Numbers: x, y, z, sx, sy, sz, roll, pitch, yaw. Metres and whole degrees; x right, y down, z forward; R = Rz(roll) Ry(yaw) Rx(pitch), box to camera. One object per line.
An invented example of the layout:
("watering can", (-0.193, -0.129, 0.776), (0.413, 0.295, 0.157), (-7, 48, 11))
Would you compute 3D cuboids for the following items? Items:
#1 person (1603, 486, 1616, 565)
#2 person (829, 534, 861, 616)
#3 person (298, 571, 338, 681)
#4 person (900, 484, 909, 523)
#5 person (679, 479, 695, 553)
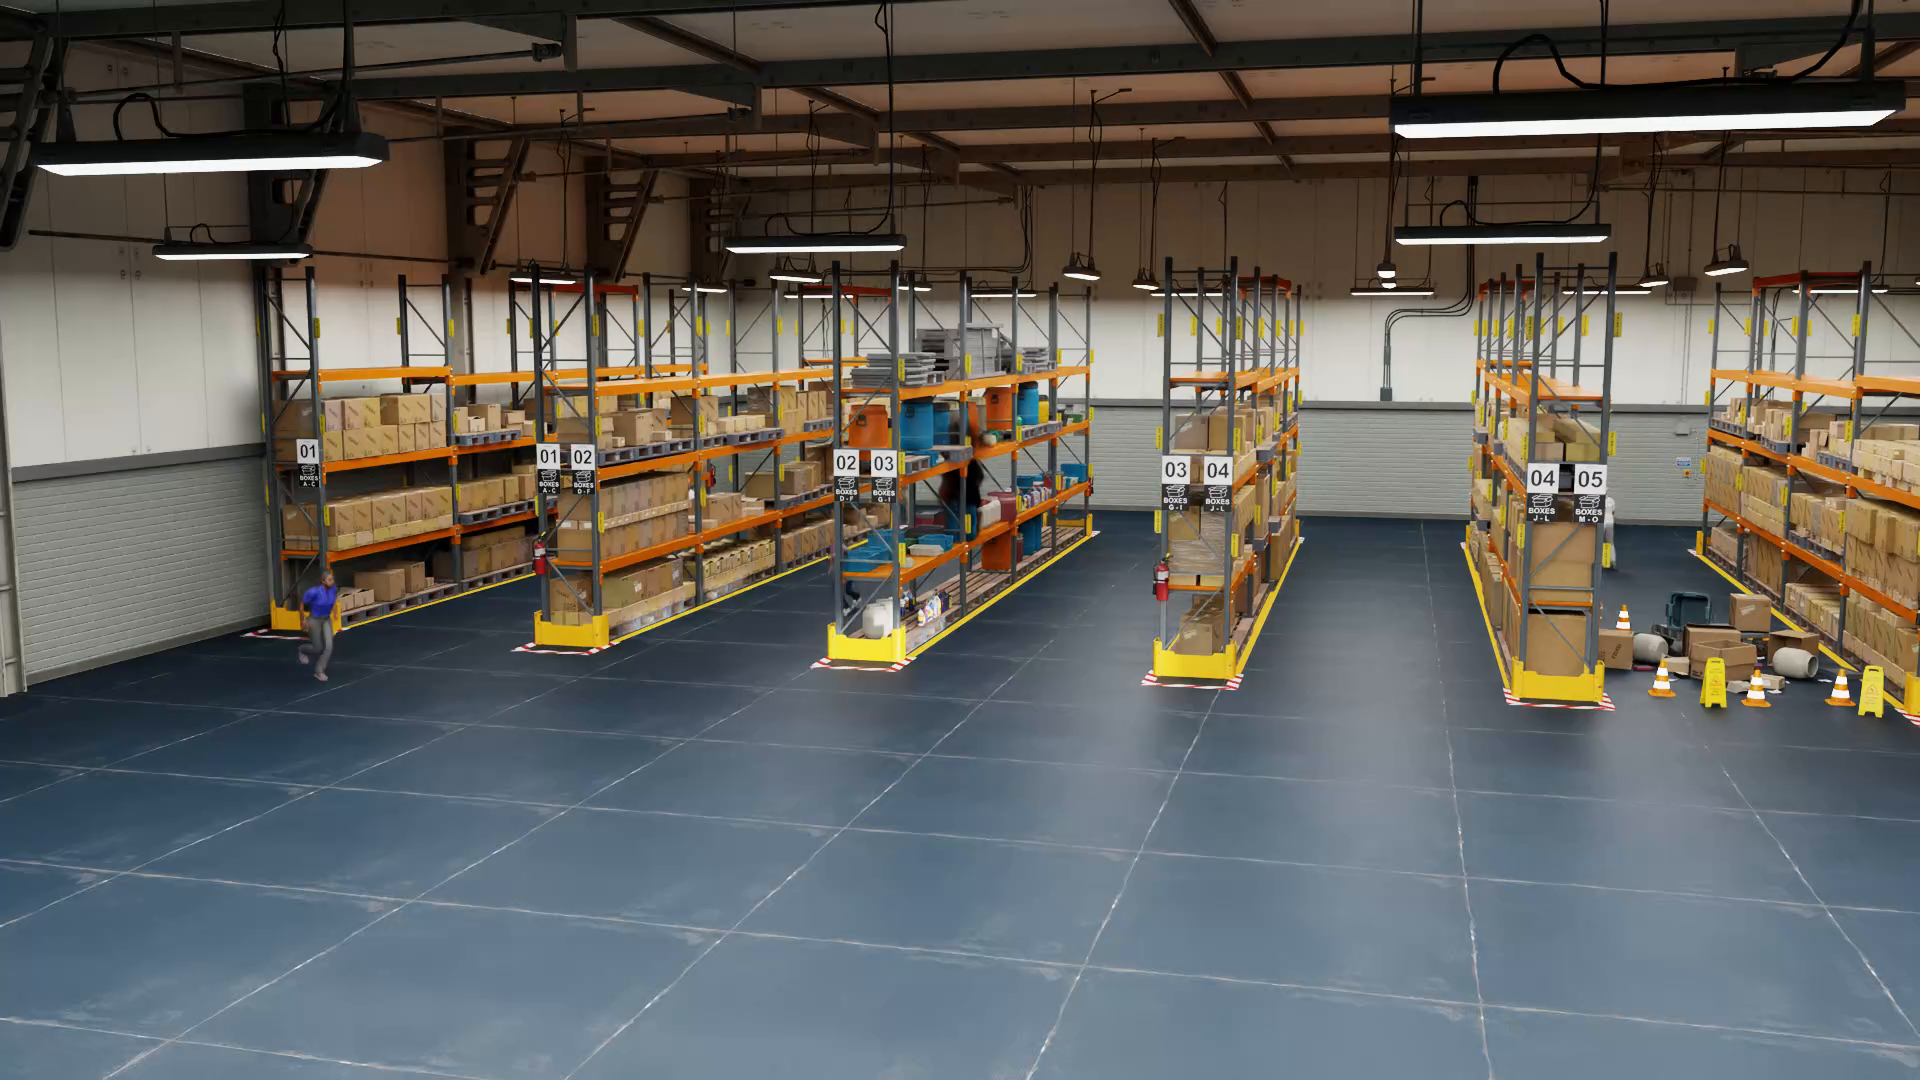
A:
("person", (13.597, -0.296, 35.212), (0.664, 1.737, 0.989), (-1, 7, -4))
("person", (-1.994, 0.597, 29.295), (0.534, 1.490, 0.922), (5, 9, 32))
("person", (-9.247, 1.219, 23.907), (0.763, 1.597, 0.555), (4, 8, 30))
("person", (-1.535, -1.281, 42.887), (0.619, 1.771, 0.925), (-6, 10, -41))
("person", (-5.947, -0.439, 36.022), (0.688, 1.792, 0.765), (0, 7, 2))
